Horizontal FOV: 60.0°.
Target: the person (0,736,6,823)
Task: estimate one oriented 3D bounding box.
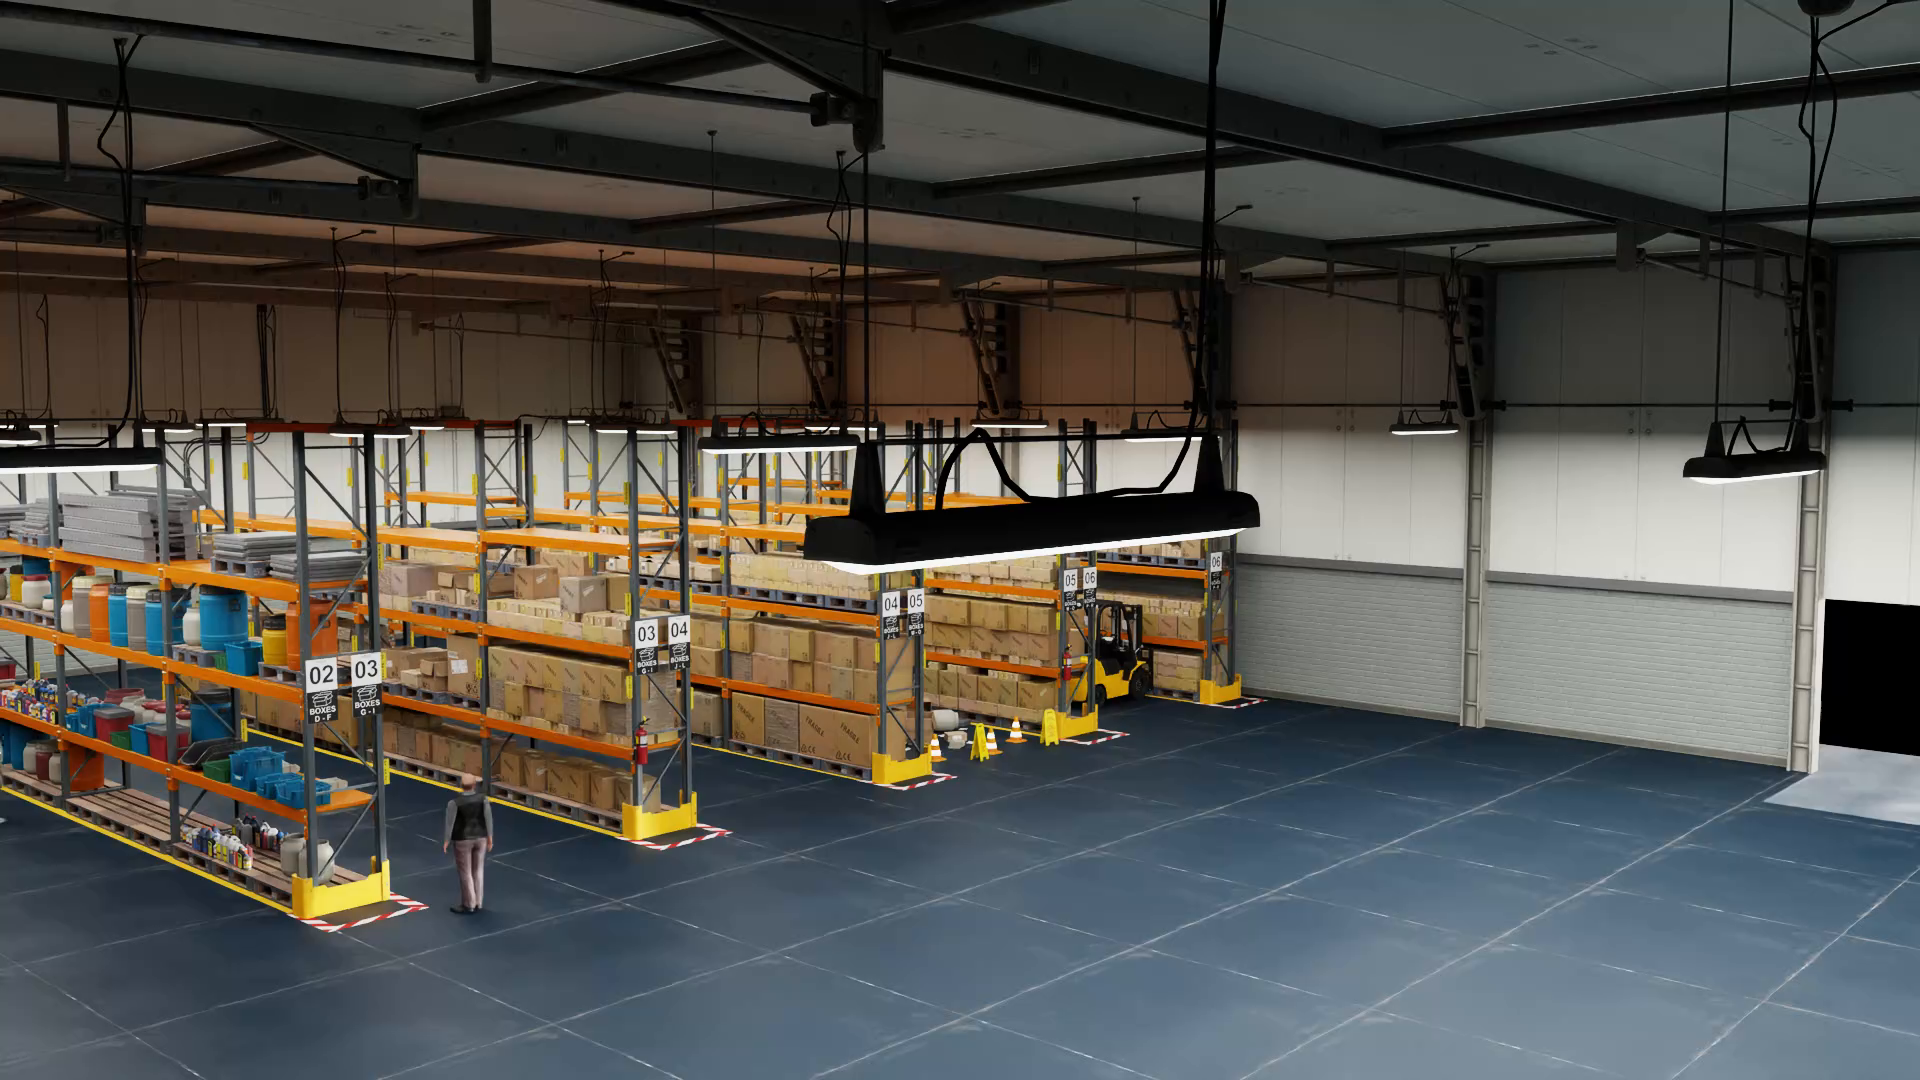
[{"bbox_3d":[-14.702,3.424,25.211,0.462,1.824,0.599,0,5,-5],"label":"person"}]

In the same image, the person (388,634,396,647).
[{"bbox_3d":[-11.496,2.736,33.602,0.505,1.698,0.443,4,6,40],"label":"person"}]

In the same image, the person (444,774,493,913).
[{"bbox_3d":[-6.134,3.781,20.768,0.587,1.745,0.395,-3,6,-33],"label":"person"}]
